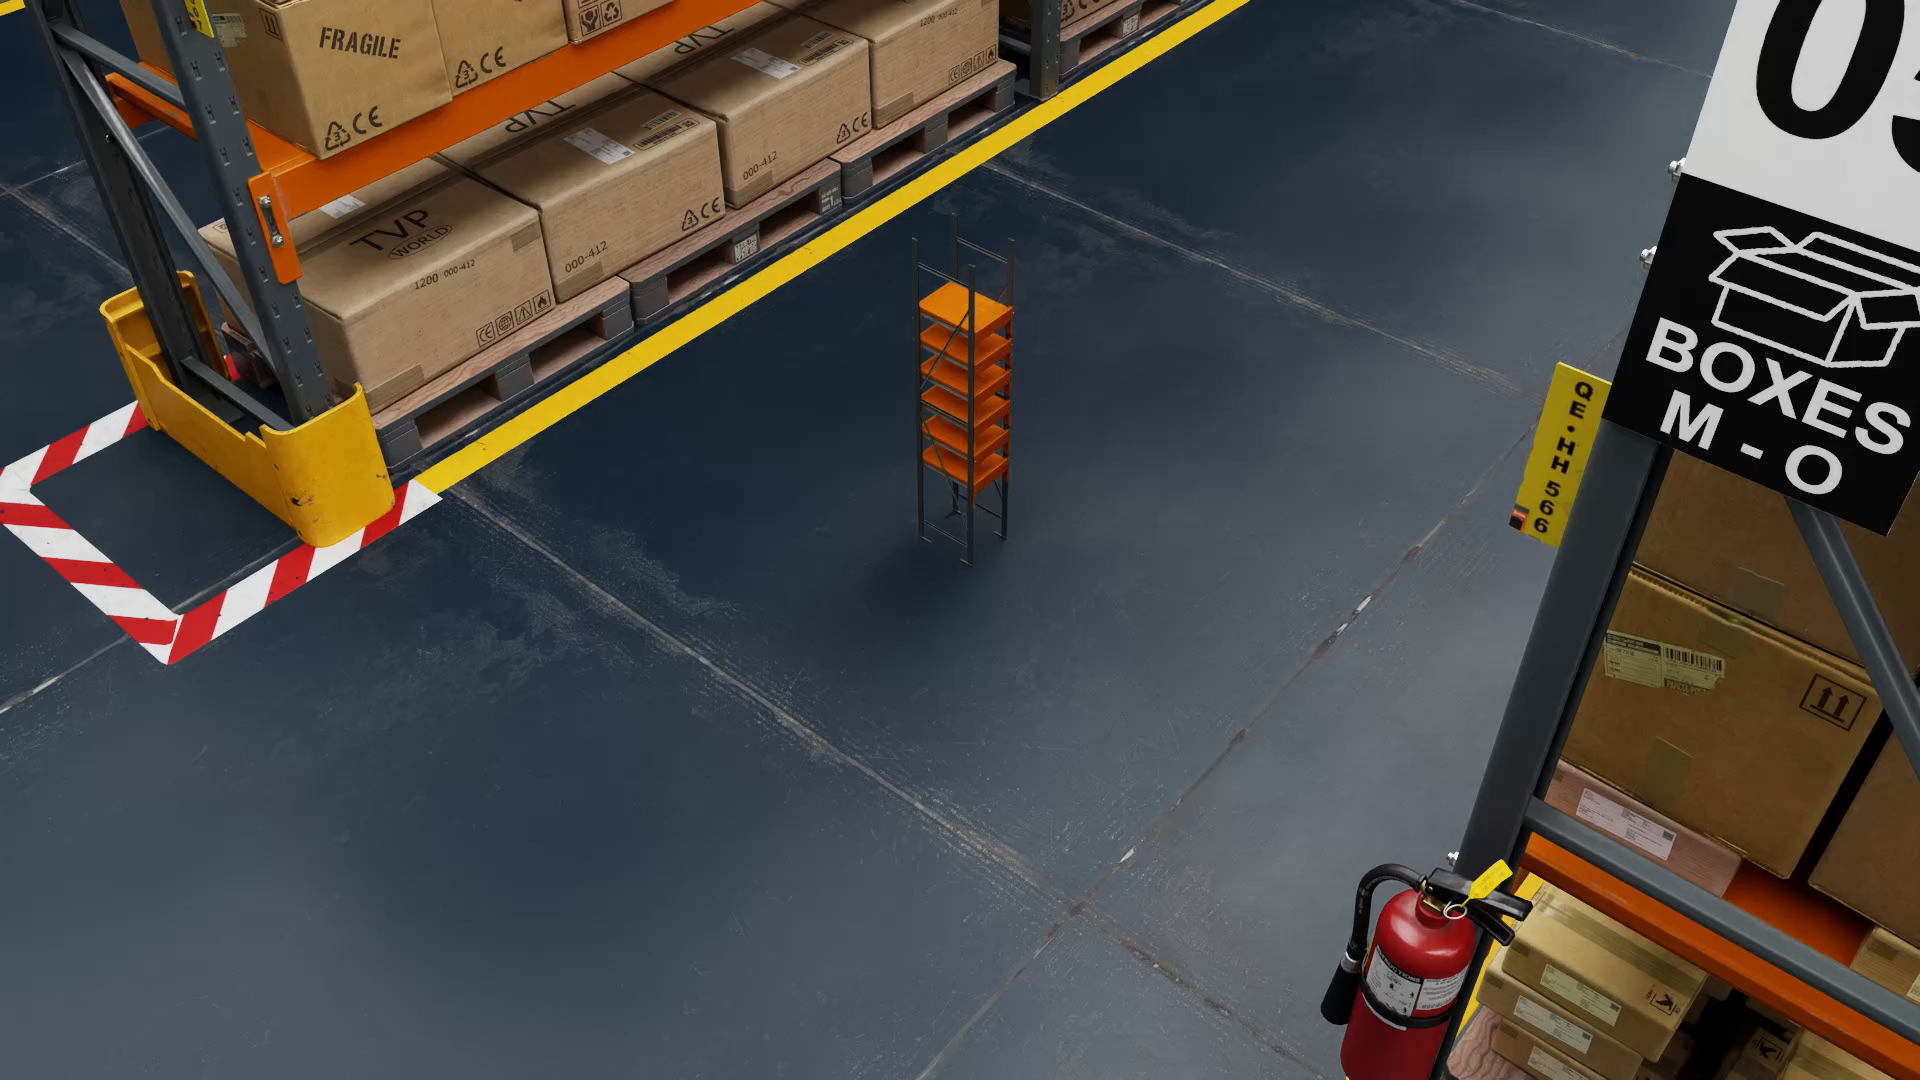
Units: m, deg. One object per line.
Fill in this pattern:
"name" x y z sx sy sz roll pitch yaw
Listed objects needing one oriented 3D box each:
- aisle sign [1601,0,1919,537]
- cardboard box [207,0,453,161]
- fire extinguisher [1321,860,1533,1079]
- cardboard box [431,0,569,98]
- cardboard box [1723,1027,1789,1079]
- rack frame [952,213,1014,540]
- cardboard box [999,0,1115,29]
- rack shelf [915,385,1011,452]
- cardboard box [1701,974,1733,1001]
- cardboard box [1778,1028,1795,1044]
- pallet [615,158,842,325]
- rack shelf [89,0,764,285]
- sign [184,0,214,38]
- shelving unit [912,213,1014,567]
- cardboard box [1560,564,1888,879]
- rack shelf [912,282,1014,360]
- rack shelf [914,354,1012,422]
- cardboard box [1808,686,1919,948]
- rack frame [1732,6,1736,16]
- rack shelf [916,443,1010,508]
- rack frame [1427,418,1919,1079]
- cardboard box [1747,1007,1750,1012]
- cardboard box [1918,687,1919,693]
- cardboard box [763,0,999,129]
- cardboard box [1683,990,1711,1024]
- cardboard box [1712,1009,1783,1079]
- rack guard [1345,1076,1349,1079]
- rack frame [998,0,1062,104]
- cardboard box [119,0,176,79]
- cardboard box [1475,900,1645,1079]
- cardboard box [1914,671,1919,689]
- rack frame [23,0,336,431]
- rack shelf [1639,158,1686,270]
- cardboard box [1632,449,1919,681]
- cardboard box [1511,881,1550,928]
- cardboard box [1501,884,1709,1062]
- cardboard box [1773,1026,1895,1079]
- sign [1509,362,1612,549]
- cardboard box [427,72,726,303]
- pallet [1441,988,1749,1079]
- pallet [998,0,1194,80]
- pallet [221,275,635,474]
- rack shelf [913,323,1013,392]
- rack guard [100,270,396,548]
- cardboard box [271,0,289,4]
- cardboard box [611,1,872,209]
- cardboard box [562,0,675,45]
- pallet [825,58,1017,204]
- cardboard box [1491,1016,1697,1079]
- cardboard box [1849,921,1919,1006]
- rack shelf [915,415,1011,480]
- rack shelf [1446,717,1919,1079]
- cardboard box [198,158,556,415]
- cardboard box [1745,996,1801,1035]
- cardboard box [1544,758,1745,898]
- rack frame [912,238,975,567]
"aisle sign" 1.063 -0.381 2.007 0.394 0.787 0.004 29 50 28
"cardboard box" -1.986 -1.578 5.181 0.500 0.500 0.500 29 50 28
"fire extinguisher" 0.824 0.770 3.008 0.296 0.674 0.183 29 50 28
"cardboard box" -1.681 -1.850 5.481 0.500 0.500 0.500 29 50 28
"cardboard box" 1.873 1.304 3.672 0.380 0.149 0.250 32 51 30
"rack frame" 0.068 -0.498 5.406 0.240 1.200 0.006 29 50 28
"cardboard box" 0.398 -3.201 8.308 0.875 0.875 0.875 31 51 30
"rack shelf" 0.009 -0.419 5.384 0.258 0.103 0.180 29 50 28
"cardboard box" 1.692 0.866 3.933 0.380 0.149 0.250 30 50 29
"cardboard box" 2.092 1.187 3.800 0.380 0.149 0.250 29 50 28
"pallet" -1.274 -1.457 7.196 1.003 0.211 1.213 29 50 28
"rack shelf" -1.227 -2.182 6.454 1.077 0.370 4.000 29 50 28
"sign" -2.093 -1.524 4.494 0.100 0.325 0.005 29 50 28
"shelving unit" 0.009 -0.451 5.355 0.258 1.200 0.189 29 50 28
"cardboard box" 1.432 0.183 3.023 0.500 0.500 0.500 31 50 29
"rack shelf" 0.009 -0.685 5.142 0.258 0.103 0.180 29 50 28
"rack shelf" 0.009 -0.507 5.304 0.258 0.103 0.180 29 50 28
"cardboard box" 1.840 0.415 2.769 0.500 0.500 0.500 32 51 30
"rack frame" 1.339 -1.546 0.762 1.000 3.000 0.127 29 50 28
"rack shelf" 0.009 -0.241 5.546 0.258 0.103 0.180 29 50 28
"rack frame" 1.339 0.673 2.780 1.000 3.000 0.127 29 50 28
"cardboard box" 2.182 1.140 4.073 0.380 0.149 0.250 30 50 29
"cardboard box" 1.831 0.040 2.438 0.500 0.500 0.500 29 50 28
"cardboard box" -0.426 -2.408 7.761 0.875 0.438 0.875 29 50 28
"cardboard box" 1.670 0.956 4.055 0.380 0.149 0.250 28 49 28
"cardboard box" 2.027 1.271 3.929 0.380 0.149 0.250 29 50 28
"rack guard" 1.388 1.559 3.664 1.175 0.500 0.348 29 50 28
"rack frame" 0.060 -3.477 7.345 1.000 3.000 0.127 29 50 28
"cardboard box" -2.407 -1.818 5.445 0.500 0.500 0.500 30 50 29
"cardboard box" 1.461 1.067 3.932 0.380 0.149 0.250 28 49 27
"cardboard box" 2.165 0.128 3.084 0.500 0.500 0.500 30 50 29
"rack frame" -2.514 -1.418 5.080 1.000 3.000 0.127 29 50 28
"rack shelf" 2.627 -1.200 3.145 1.077 0.370 4.000 29 50 28
"cardboard box" 1.443 -0.187 2.687 0.500 0.500 0.500 28 49 28
"cardboard box" 1.606 1.035 4.189 0.380 0.149 0.250 31 51 30
"cardboard box" 1.486 0.970 3.818 0.380 0.149 0.250 30 50 29
"cardboard box" 1.937 1.230 3.532 0.380 0.149 0.250 27 49 27
"sign" 0.927 -0.123 2.560 0.100 0.325 0.005 29 50 28
"cardboard box" -1.584 -1.483 6.744 0.875 0.438 0.875 31 51 29
"pallet" 1.938 1.263 4.204 1.003 0.211 1.213 29 50 28
"pallet" 0.499 -2.876 8.756 1.003 0.211 1.213 29 50 28
"pallet" -2.060 -0.832 6.508 1.003 0.211 1.213 29 50 28
"rack shelf" 0.009 -0.596 5.223 0.258 0.103 0.180 29 50 28
"rack guard" -2.530 -0.481 5.907 1.175 0.500 0.348 29 50 28
"cardboard box" -1.987 -1.949 4.846 0.500 0.500 0.500 28 49 28
"cardboard box" -1.002 -1.947 7.254 0.875 0.438 0.875 28 49 27
"cardboard box" -1.340 -2.104 5.760 0.500 0.500 0.500 29 50 28
"pallet" -0.489 -2.088 7.890 1.003 0.211 1.213 29 50 28
"cardboard box" 1.519 1.211 3.995 0.380 0.149 0.250 30 50 29
"cardboard box" 1.799 0.741 2.892 0.380 0.149 0.250 29 50 28
"rack shelf" 0.009 -0.330 5.465 0.258 0.103 0.180 29 50 28
"rack shelf" 2.627 -0.090 4.154 1.077 0.370 4.000 29 50 28
"cardboard box" -2.166 -1.008 6.222 0.875 0.438 0.875 28 49 27
"cardboard box" 2.022 1.036 3.746 0.380 0.149 0.250 30 50 29
"cardboard box" 1.333 0.476 3.184 0.380 0.149 0.250 30 50 28
"rack frame" -0.050 -0.404 5.303 0.240 1.200 0.006 29 50 28
